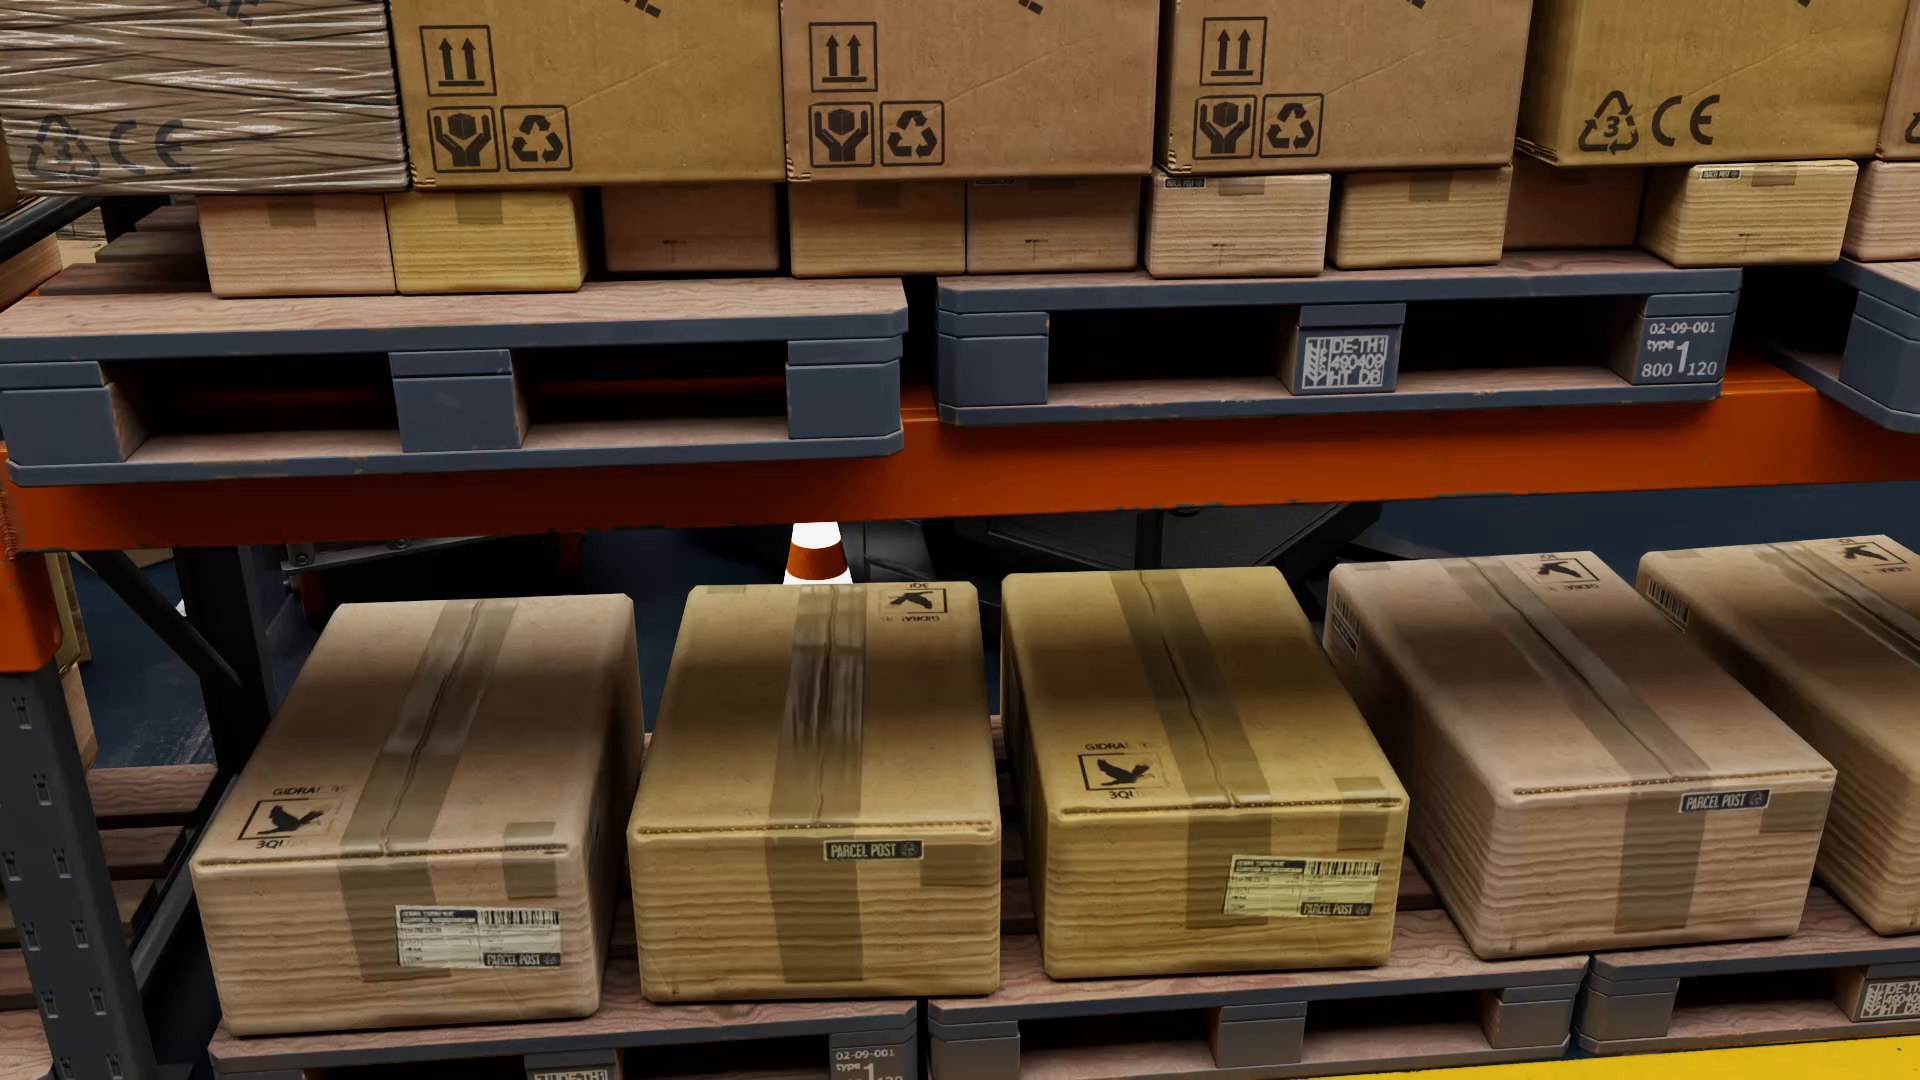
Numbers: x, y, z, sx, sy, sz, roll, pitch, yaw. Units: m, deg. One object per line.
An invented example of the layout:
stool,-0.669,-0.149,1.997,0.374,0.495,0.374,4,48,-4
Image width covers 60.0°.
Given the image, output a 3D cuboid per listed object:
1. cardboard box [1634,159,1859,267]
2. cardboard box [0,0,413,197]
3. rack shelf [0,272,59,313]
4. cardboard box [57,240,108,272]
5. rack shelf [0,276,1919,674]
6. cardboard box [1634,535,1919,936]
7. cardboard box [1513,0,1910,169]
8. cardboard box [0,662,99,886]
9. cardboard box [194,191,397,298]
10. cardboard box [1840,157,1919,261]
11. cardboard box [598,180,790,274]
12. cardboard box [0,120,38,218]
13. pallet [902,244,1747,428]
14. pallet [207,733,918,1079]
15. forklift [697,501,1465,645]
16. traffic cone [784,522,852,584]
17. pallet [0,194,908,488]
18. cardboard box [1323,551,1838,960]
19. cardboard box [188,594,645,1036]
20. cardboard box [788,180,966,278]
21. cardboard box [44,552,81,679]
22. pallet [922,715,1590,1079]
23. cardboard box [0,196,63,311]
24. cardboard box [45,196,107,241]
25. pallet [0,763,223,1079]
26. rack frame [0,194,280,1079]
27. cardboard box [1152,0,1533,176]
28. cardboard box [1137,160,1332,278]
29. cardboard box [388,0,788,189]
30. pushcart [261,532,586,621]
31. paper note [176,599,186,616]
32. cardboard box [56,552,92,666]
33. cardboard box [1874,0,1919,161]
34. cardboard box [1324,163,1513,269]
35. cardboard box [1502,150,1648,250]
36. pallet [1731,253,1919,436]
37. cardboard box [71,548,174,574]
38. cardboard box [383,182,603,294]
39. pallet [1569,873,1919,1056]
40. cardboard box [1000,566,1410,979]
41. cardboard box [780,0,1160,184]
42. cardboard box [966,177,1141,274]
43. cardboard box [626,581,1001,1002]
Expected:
cardboard box,1.152,-0.544,2.573,0.250,0.149,0.380,-2,24,-4
cardboard box,-1.001,-0.783,2.313,0.500,0.500,0.500,-2,24,-4
rack shelf,-3.486,-0.099,2.664,4.000,0.370,1.077,-2,24,-5
cardboard box,-3.527,-0.886,6.625,0.500,0.500,0.500,2,24,4
rack shelf,0.494,-0.258,3.023,4.000,0.370,1.077,-2,24,-5
cardboard box,1.921,0.361,3.464,0.625,0.372,0.950,-4,24,-9
cardboard box,1.044,-0.864,2.495,0.500,0.500,0.500,-4,24,-9
cardboard box,-2.110,0.472,3.363,0.500,0.250,0.500,-3,24,-8
cardboard box,-0.915,-0.479,2.426,0.250,0.149,0.380,-2,24,-4
cardboard box,1.424,-0.561,2.611,0.250,0.149,0.380,-3,24,-8
cardboard box,-0.391,-0.527,2.535,0.250,0.149,0.380,-1,24,-2
cardboard box,-1.961,-0.784,2.831,0.500,0.500,0.500,-2,24,-5
pallet,0.519,-0.484,2.881,1.213,0.211,1.003,-2,24,-5
pallet,-0.721,0.735,3.335,1.213,0.211,1.003,-2,24,-5
forklift,0.560,-1.157,4.245,3.031,2.935,1.130,17,29,34
traffic cone,-0.400,0.037,4.598,0.334,0.463,0.336,-2,24,-5
pallet,-0.721,-0.391,2.673,1.213,0.211,1.003,-2,24,-5
cardboard box,1.188,0.393,3.390,0.625,0.372,0.950,-3,24,-6
cardboard box,-0.974,0.480,3.196,0.625,0.372,0.950,-2,24,-4
cardboard box,-0.131,-0.521,2.520,0.250,0.149,0.380,-2,24,-4
cardboard box,-2.110,0.129,3.211,0.500,0.500,0.500,-1,24,-3
pallet,0.496,0.685,3.448,1.213,0.211,1.003,-2,24,-5
cardboard box,-1.841,-0.509,3.012,0.250,0.149,0.380,-2,24,-5
cardboard box,-3.612,-1.690,7.459,0.875,0.875,0.875,-2,24,-5
pallet,-2.161,0.808,3.172,1.213,0.211,1.003,-2,24,-5
rack frame,-1.496,-0.507,2.698,0.127,3.000,1.000,-2,24,-5
cardboard box,0.501,-0.843,2.446,0.500,0.500,0.500,-3,24,-7
cardboard box,0.385,-0.519,2.518,0.250,0.149,0.380,-1,24,-3
cardboard box,-0.503,-0.804,2.359,0.500,0.500,0.500,-2,24,-5
pushcart,-1.770,-0.228,5.299,0.936,0.377,1.648,-11,26,-23
paper note,-2.191,0.181,4.805,0.142,0.019,0.148,-2,24,-5
cardboard box,-2.696,0.127,4.346,0.500,0.500,0.500,16,28,31
cardboard box,1.546,-0.885,2.541,0.500,0.500,0.500,-3,24,-6
cardboard box,0.647,-0.542,2.568,0.250,0.149,0.380,-3,24,-7
cardboard box,0.889,-0.585,2.665,0.250,0.149,0.380,-2,24,-5
pallet,1.786,-0.508,2.935,1.003,0.211,1.213,-2,24,-5
cardboard box,-2.518,-0.093,5.132,0.258,0.266,0.396,22,32,40
cardboard box,-0.665,-0.485,2.440,0.250,0.149,0.380,-2,24,-4
pallet,1.707,0.638,3.555,1.213,0.211,1.003,-2,24,-5
cardboard box,0.433,0.421,3.327,0.625,0.372,0.950,-2,24,-3
cardboard box,-0.009,-0.818,2.391,0.500,0.500,0.500,-2,24,-5
cardboard box,0.115,-0.530,2.541,0.250,0.149,0.380,-2,24,-5
cardboard box,-0.259,0.450,3.263,0.625,0.372,0.950,-1,24,-2
